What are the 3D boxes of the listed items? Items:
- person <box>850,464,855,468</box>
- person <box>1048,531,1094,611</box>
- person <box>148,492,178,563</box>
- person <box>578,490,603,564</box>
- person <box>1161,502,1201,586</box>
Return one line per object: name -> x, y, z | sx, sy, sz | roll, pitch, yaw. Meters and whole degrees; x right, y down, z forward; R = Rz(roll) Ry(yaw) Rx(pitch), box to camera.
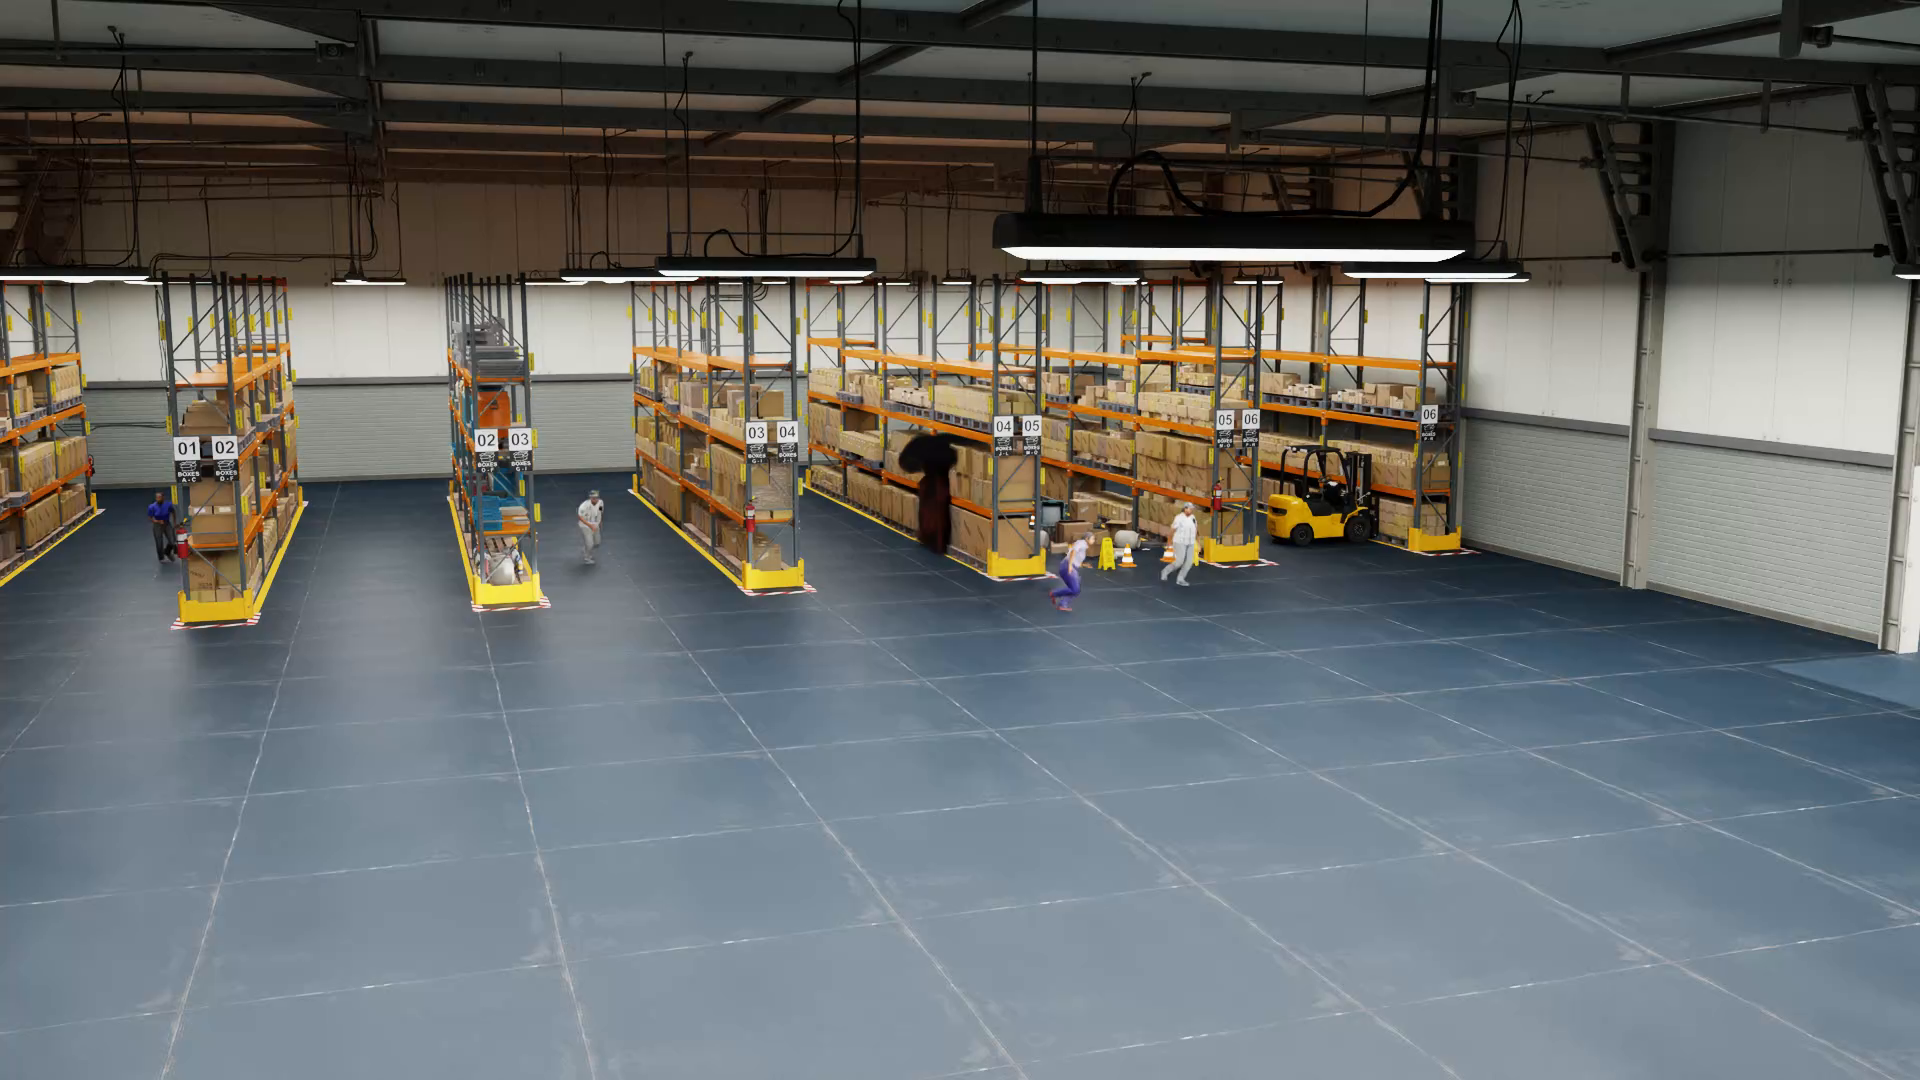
person -> -3.130, -2.841, 51.011 | 0.684, 1.826, 0.851 | 7, 11, 38
person -> 1.982, 0.570, 29.582 | 0.811, 1.462, 0.627 | 0, 9, 2
person -> -16.578, -0.252, 34.608 | 0.583, 1.546, 0.822 | -6, 10, -33
person -> -7.741, -0.281, 34.691 | 0.884, 1.580, 0.639 | 7, 11, 39
person -> 4.272, 0.071, 32.226 | 0.725, 1.632, 0.540 | -5, 10, -29
